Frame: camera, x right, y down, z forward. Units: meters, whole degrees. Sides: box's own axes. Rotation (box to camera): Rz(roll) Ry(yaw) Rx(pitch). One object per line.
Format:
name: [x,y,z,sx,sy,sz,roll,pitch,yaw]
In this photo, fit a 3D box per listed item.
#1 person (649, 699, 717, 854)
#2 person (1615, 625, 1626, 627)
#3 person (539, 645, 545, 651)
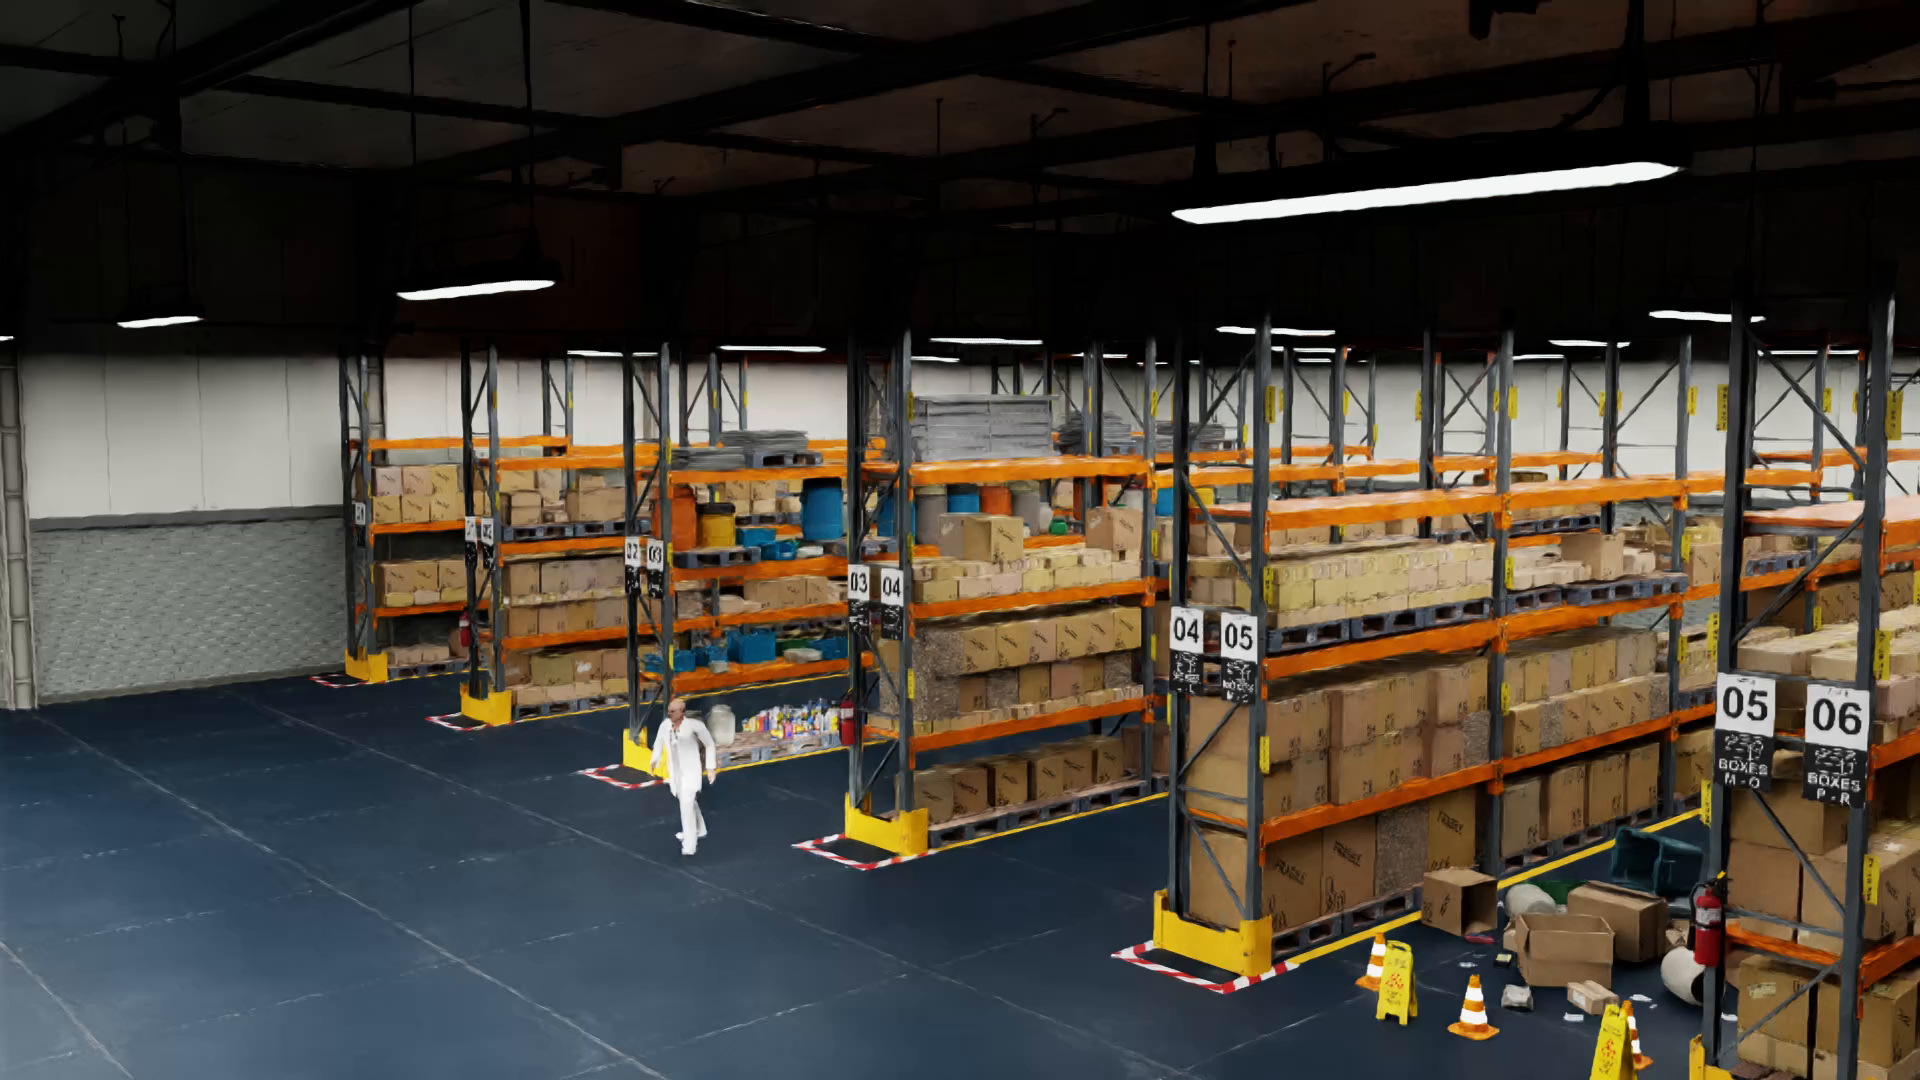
person: [-3.087,2.671,18.797,0.735,1.605,0.905,3,6,32]
person: [9.824,2.101,24.800,0.586,1.663,0.560,-2,5,-20]
person: [-7.482,1.713,29.919,0.568,1.528,0.780,3,6,29]
